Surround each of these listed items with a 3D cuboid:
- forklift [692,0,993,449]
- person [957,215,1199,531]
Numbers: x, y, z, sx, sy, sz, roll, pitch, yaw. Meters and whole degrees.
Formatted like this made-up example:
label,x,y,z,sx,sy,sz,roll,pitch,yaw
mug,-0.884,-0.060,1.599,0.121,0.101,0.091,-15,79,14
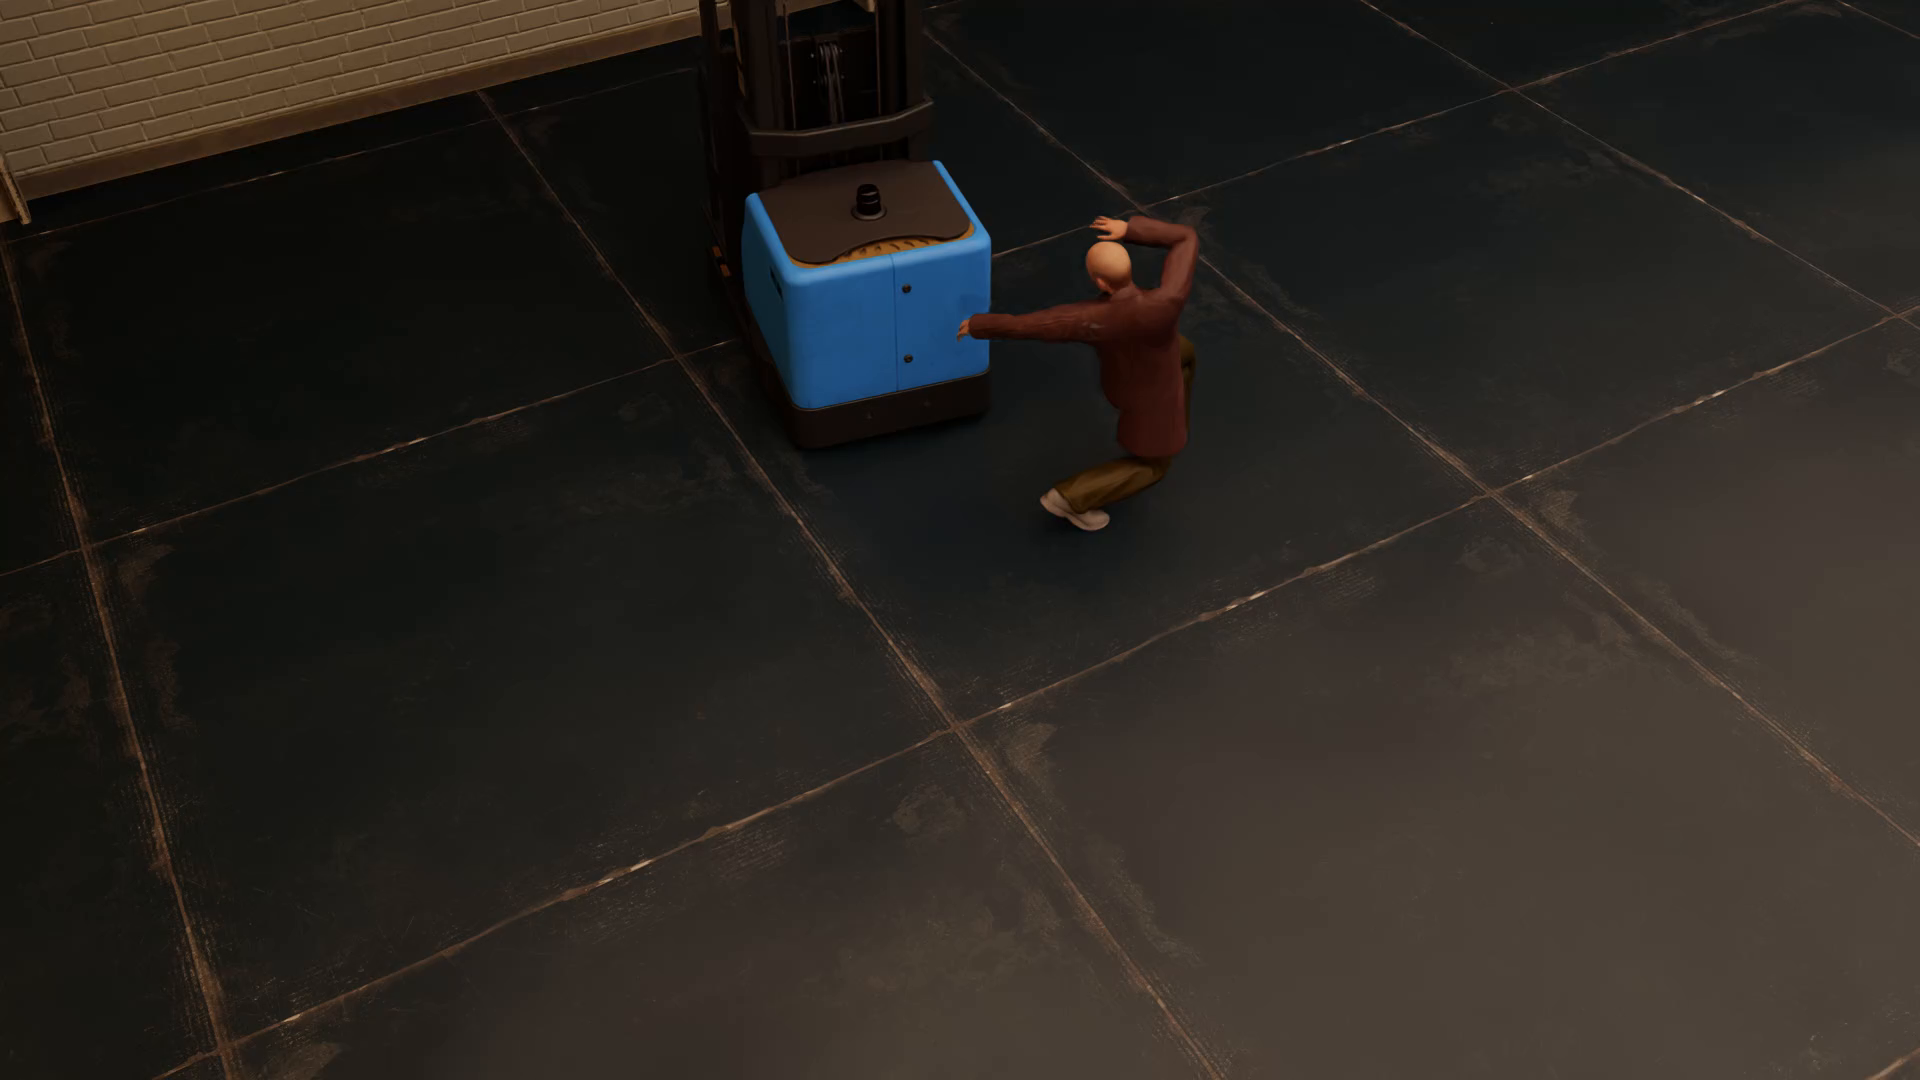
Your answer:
label,x,y,z,sx,sy,sz,roll,pitch,yaw
forklift,-0.802,-2.543,8.440,1.130,2.935,3.031,-13,44,-14
person,0.632,-0.880,7.730,1.044,1.477,1.030,29,50,28
